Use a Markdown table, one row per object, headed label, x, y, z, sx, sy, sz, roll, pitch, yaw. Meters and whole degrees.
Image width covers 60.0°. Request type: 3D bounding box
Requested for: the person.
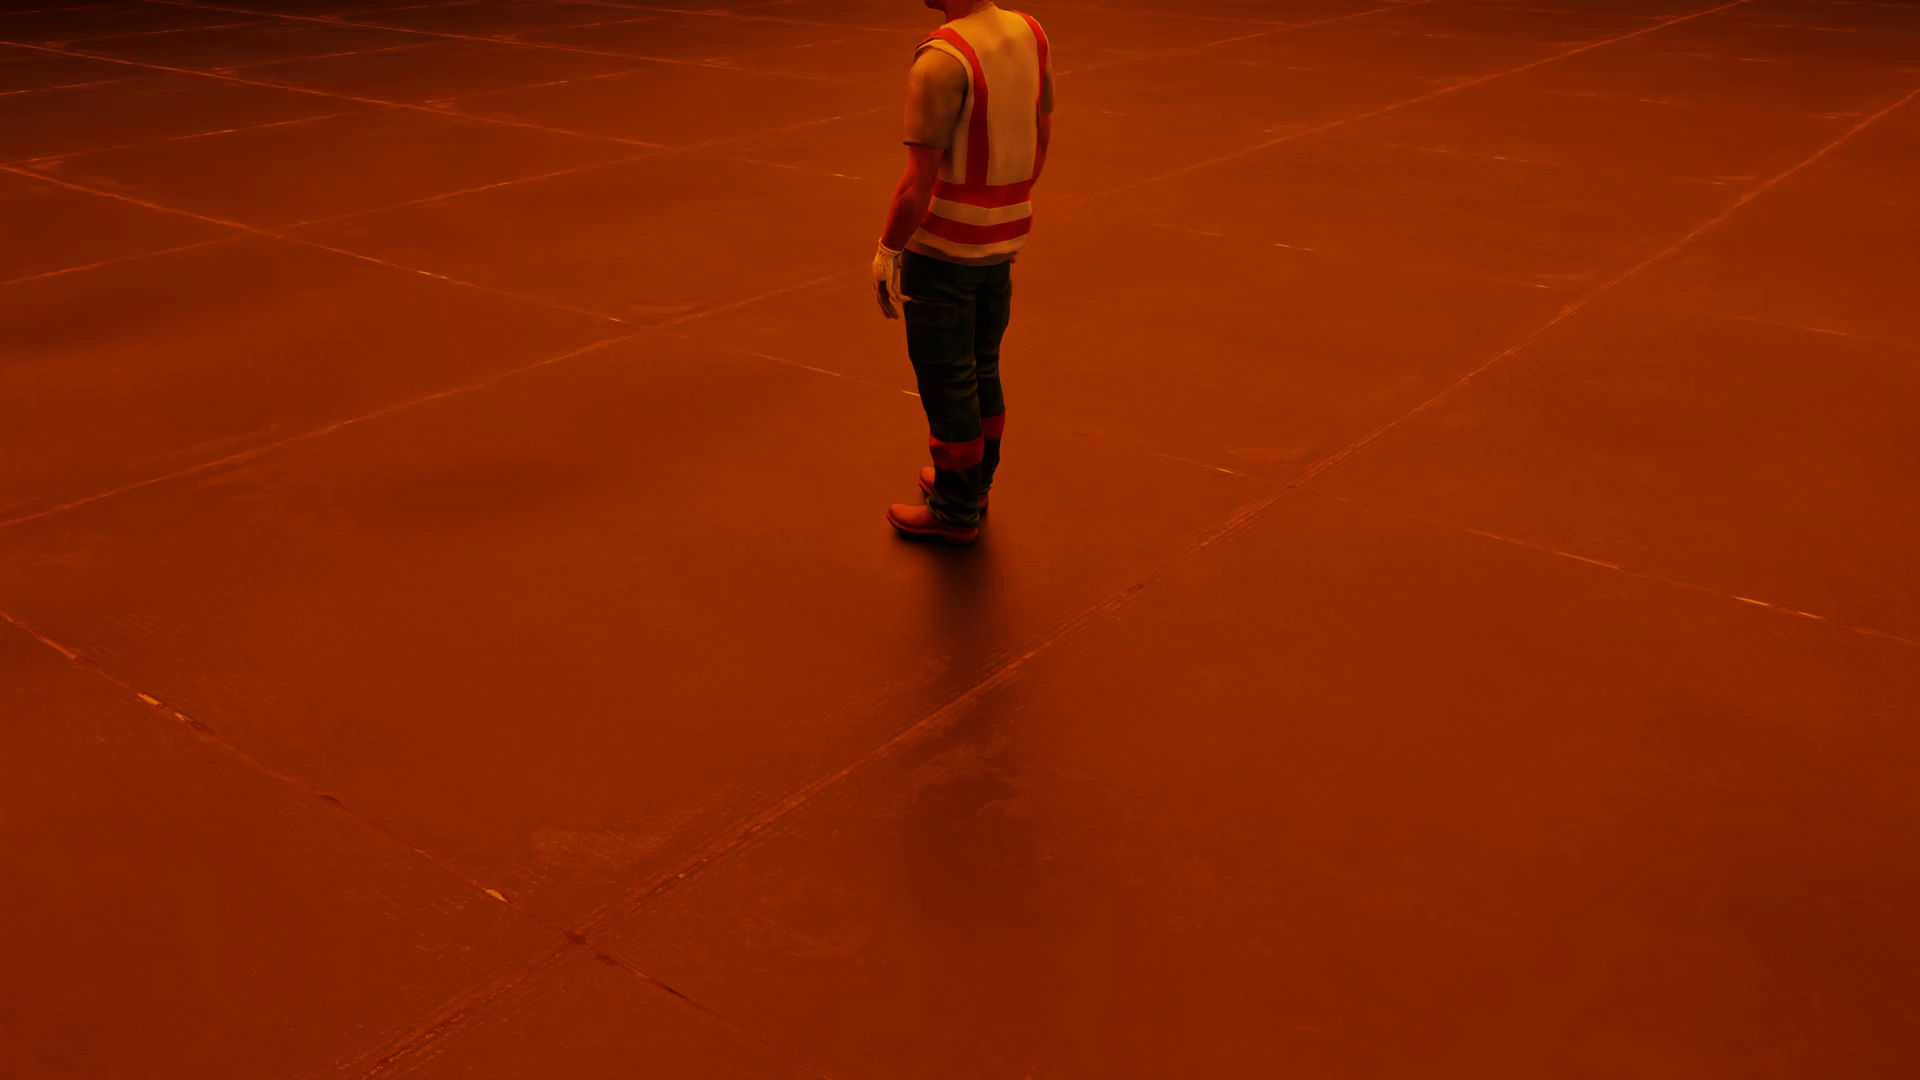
| label | x | y | z | sx | sy | sz | roll | pitch | yaw |
| --- | --- | --- | --- | --- | --- | --- | --- | --- | --- |
| person | -0.057 | -0.851 | 4.709 | 0.562 | 1.790 | 0.637 | 17 | 29 | 34 |
